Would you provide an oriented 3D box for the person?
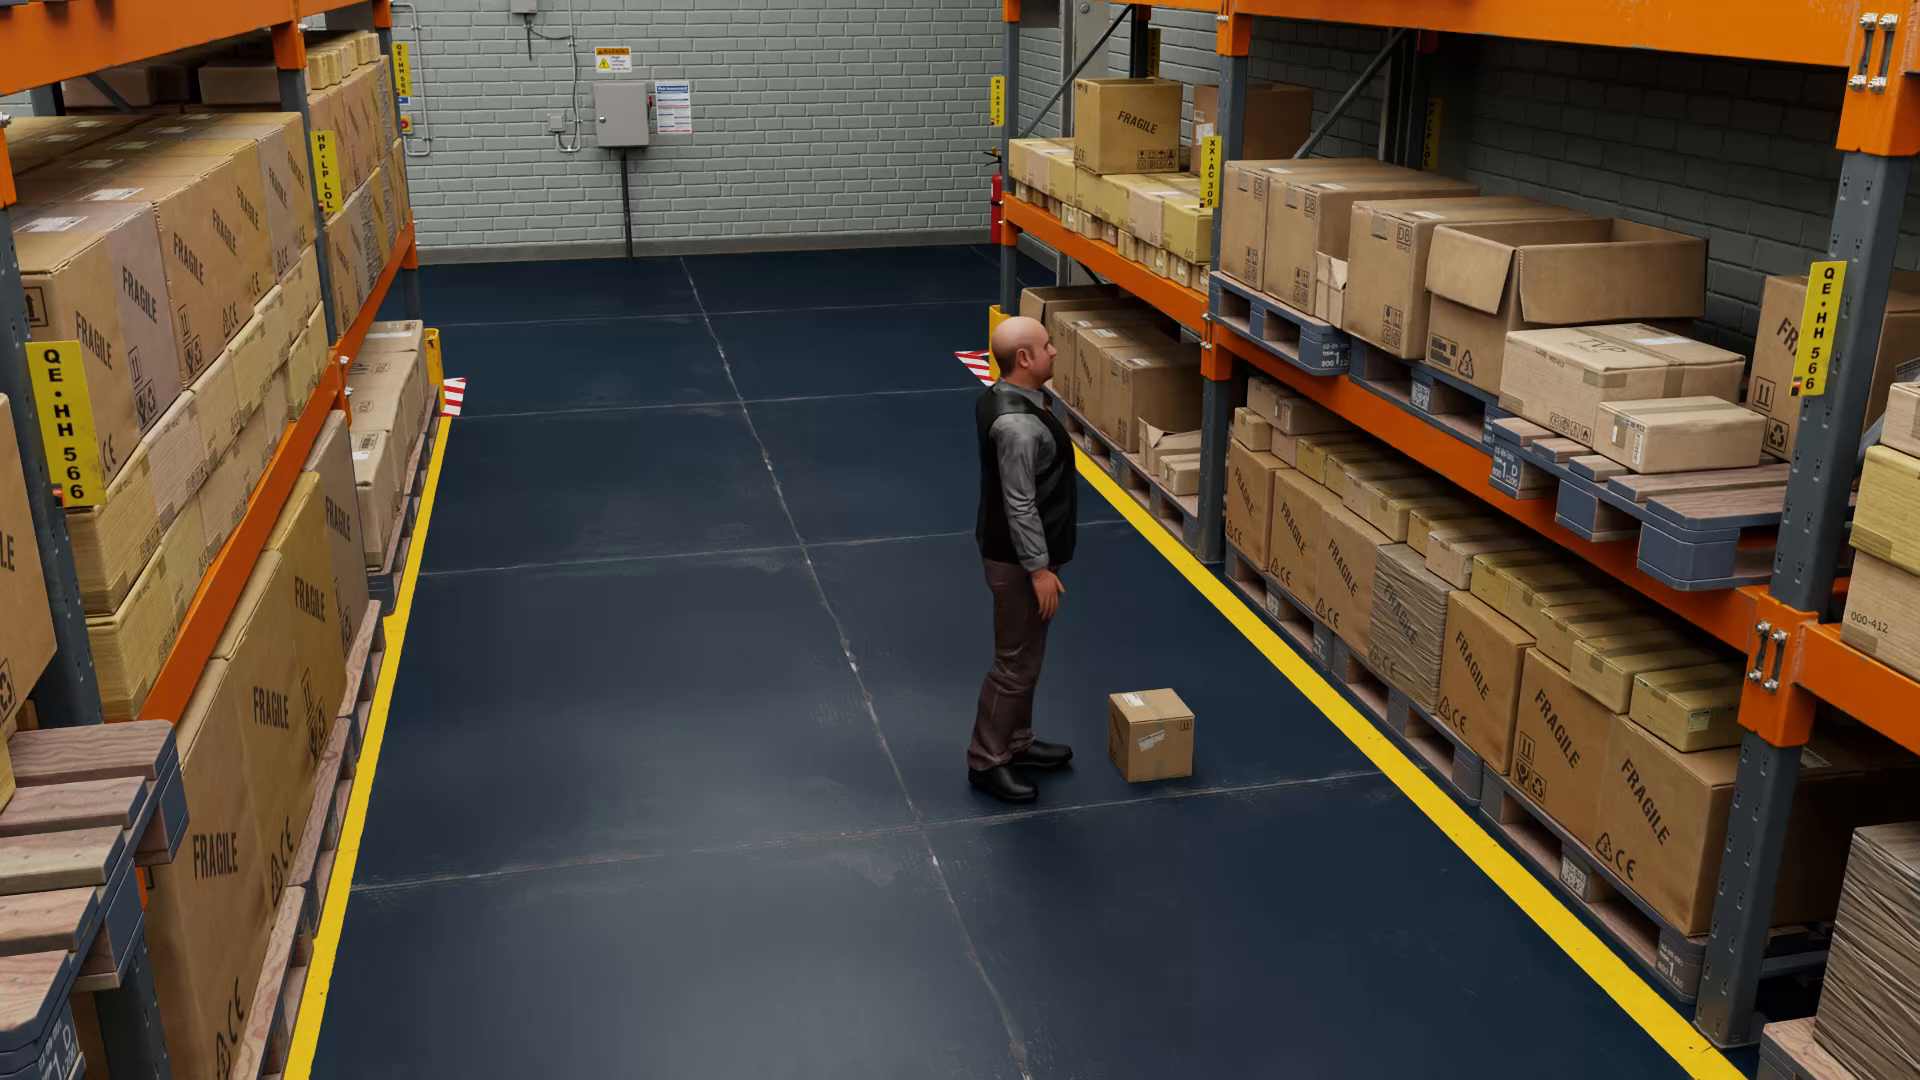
[{"bbox_3d":[0.228,0.103,5.899,0.409,1.639,0.566,-1,20,-4],"label":"person"}]
